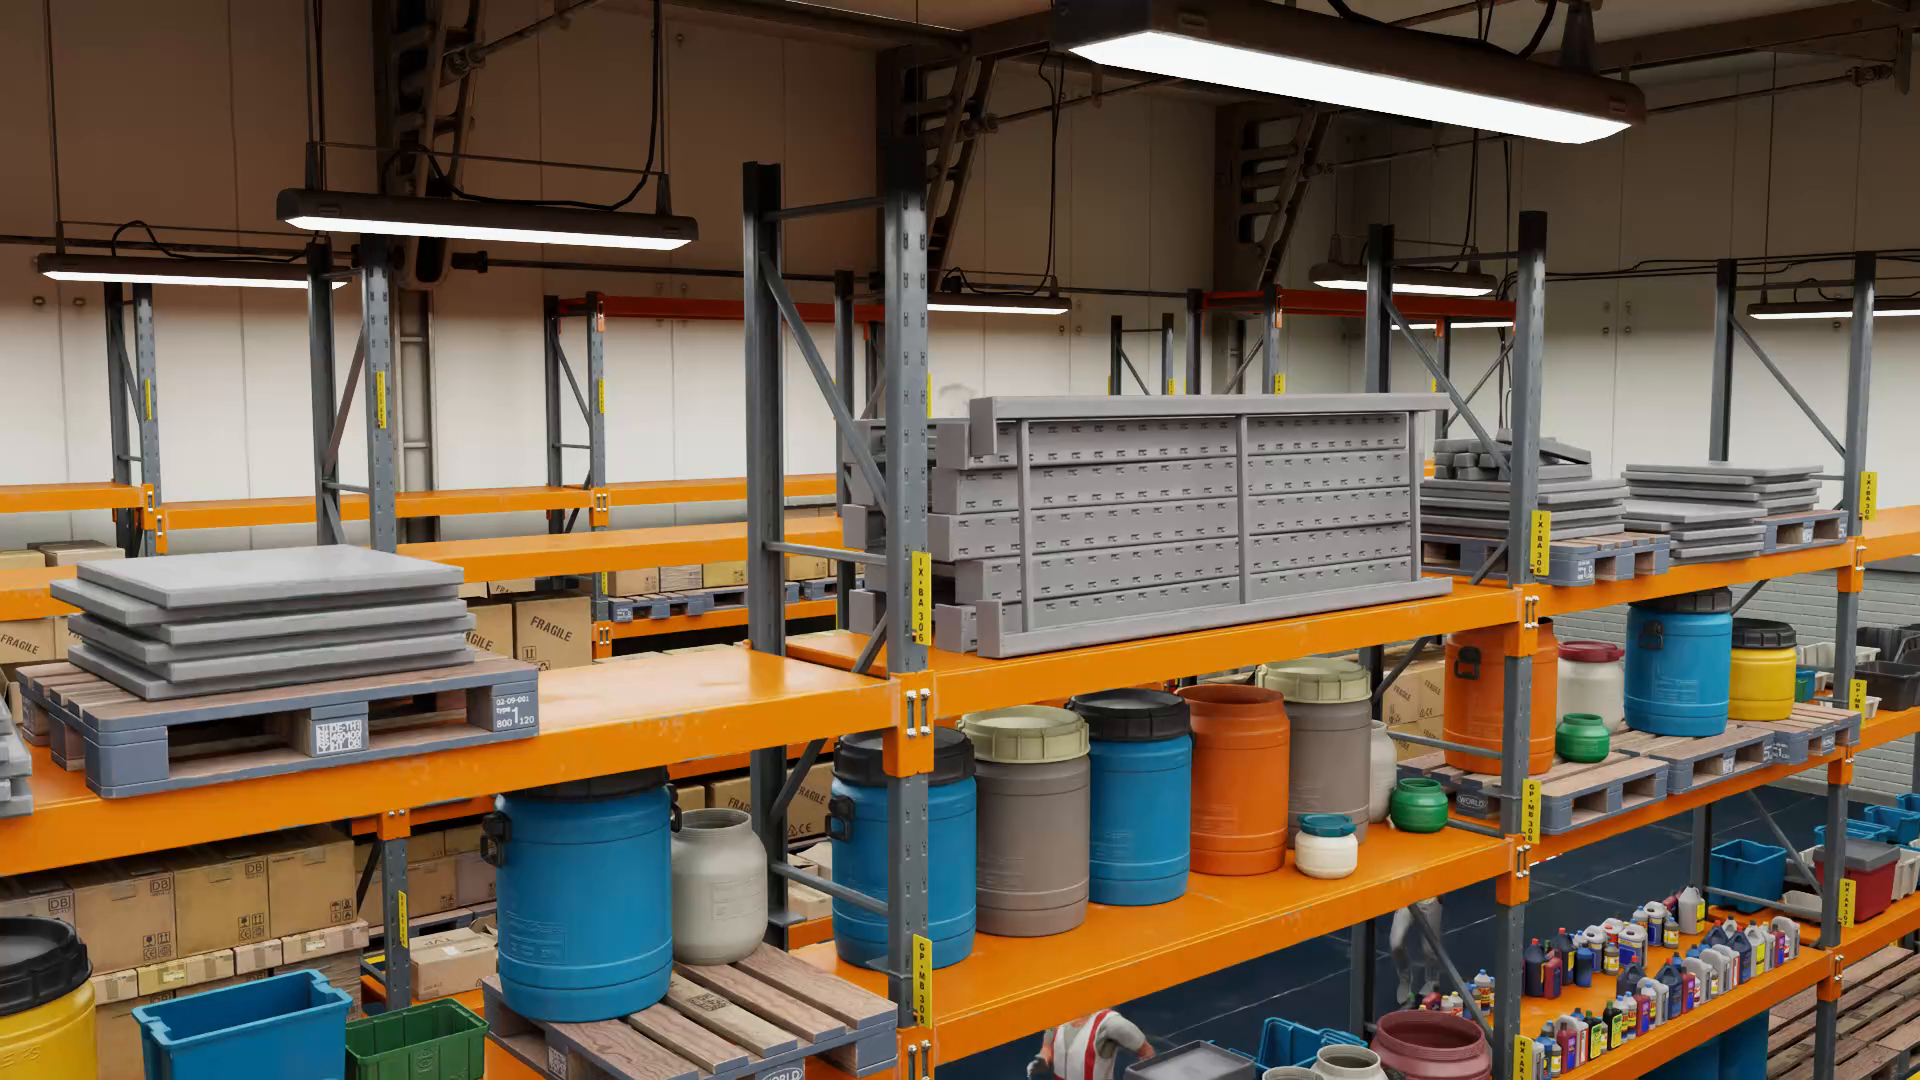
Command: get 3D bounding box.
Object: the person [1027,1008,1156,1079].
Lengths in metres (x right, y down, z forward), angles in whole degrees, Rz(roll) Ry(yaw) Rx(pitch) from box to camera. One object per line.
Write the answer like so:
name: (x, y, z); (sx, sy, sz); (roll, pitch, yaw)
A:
person: (0.699, 3.352, 9.699); (0.705, 1.825, 0.652); (-4, 7, -37)

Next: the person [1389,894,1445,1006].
person: (3.780, 3.006, 13.726); (0.579, 1.706, 0.685); (4, 7, 35)
